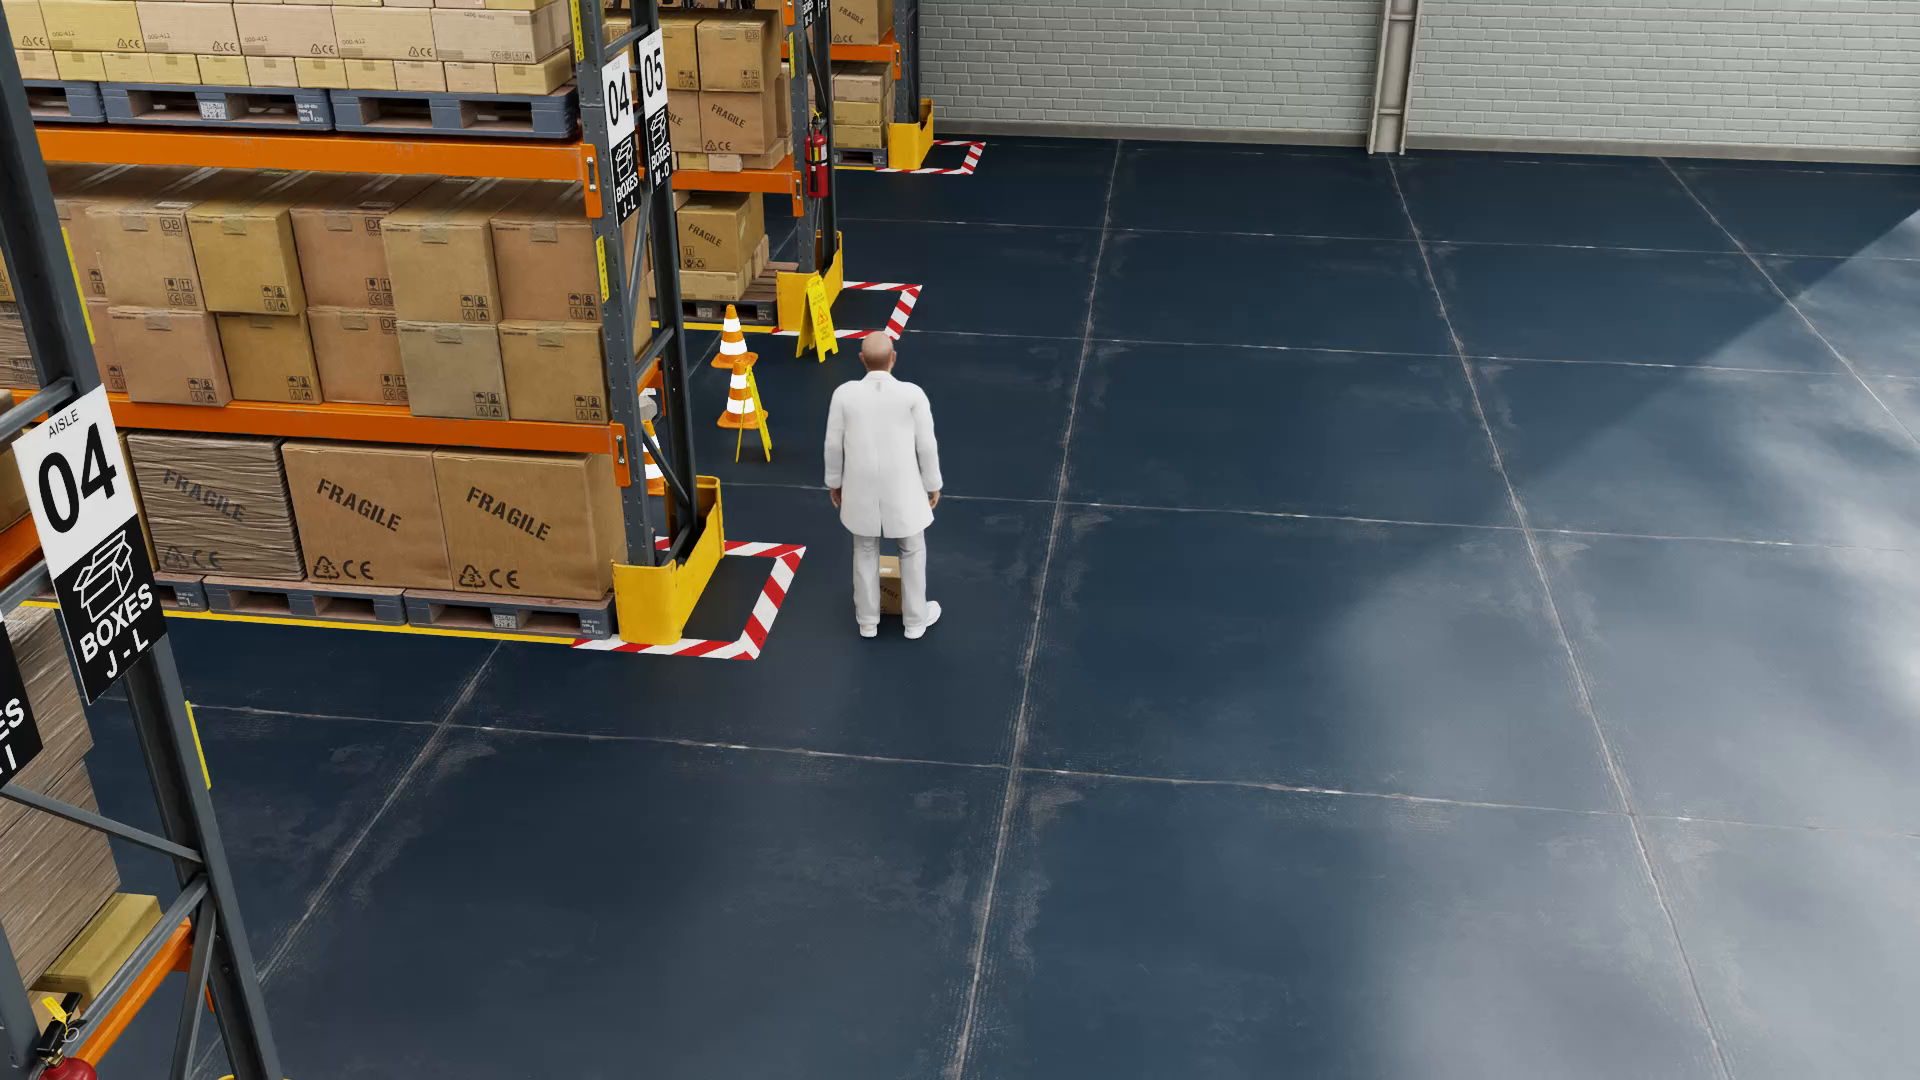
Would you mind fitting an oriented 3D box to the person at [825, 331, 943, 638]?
[{"bbox_3d":[-0.422,-0.208,9.231,0.654,1.585,0.415,3,28,5],"label":"person"}]
